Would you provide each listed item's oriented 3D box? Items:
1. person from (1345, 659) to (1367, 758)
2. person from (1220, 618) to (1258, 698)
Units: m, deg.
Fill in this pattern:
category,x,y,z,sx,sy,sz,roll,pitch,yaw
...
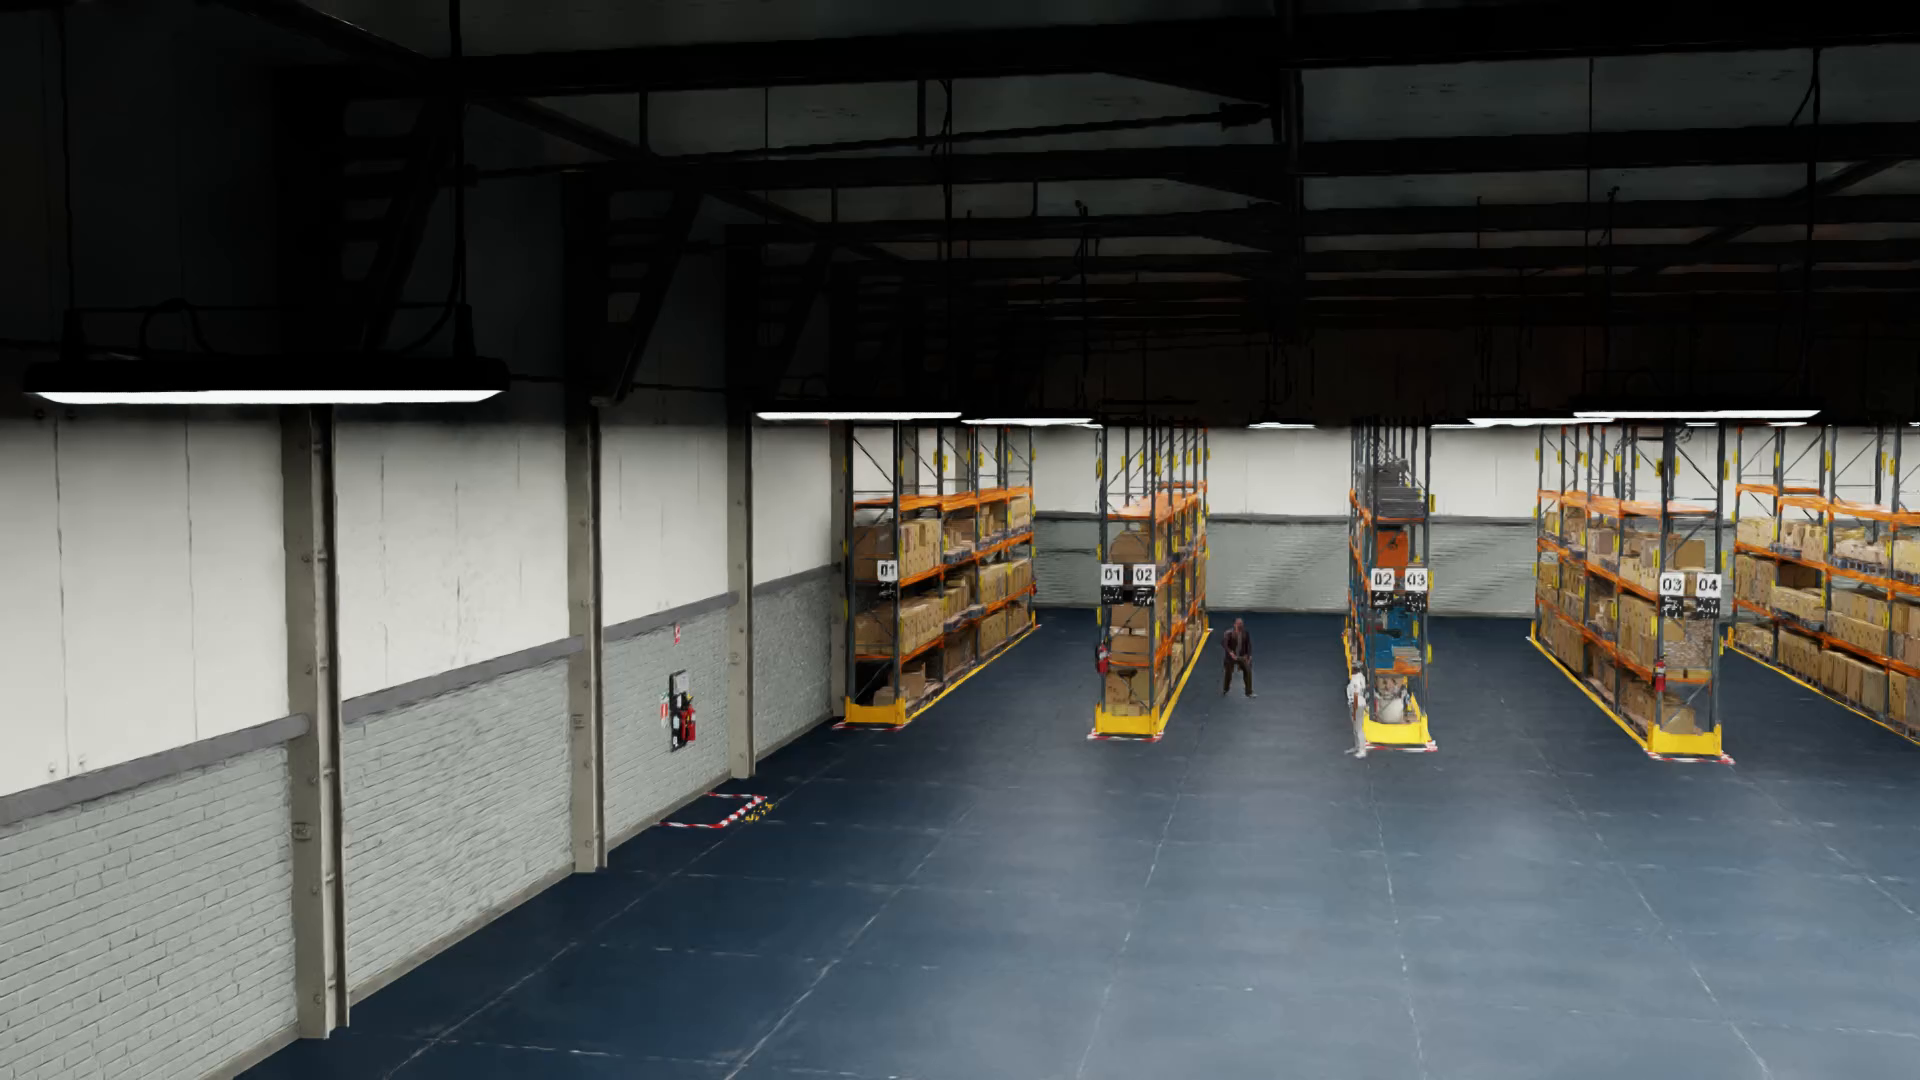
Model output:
category,x,y,z,sx,sy,sz,roll,pitch,yaw
person,6.953,2.938,29.152,0.376,1.666,0.515,1,4,20
person,5.910,2.493,35.493,0.735,1.715,0.896,0,4,-4
